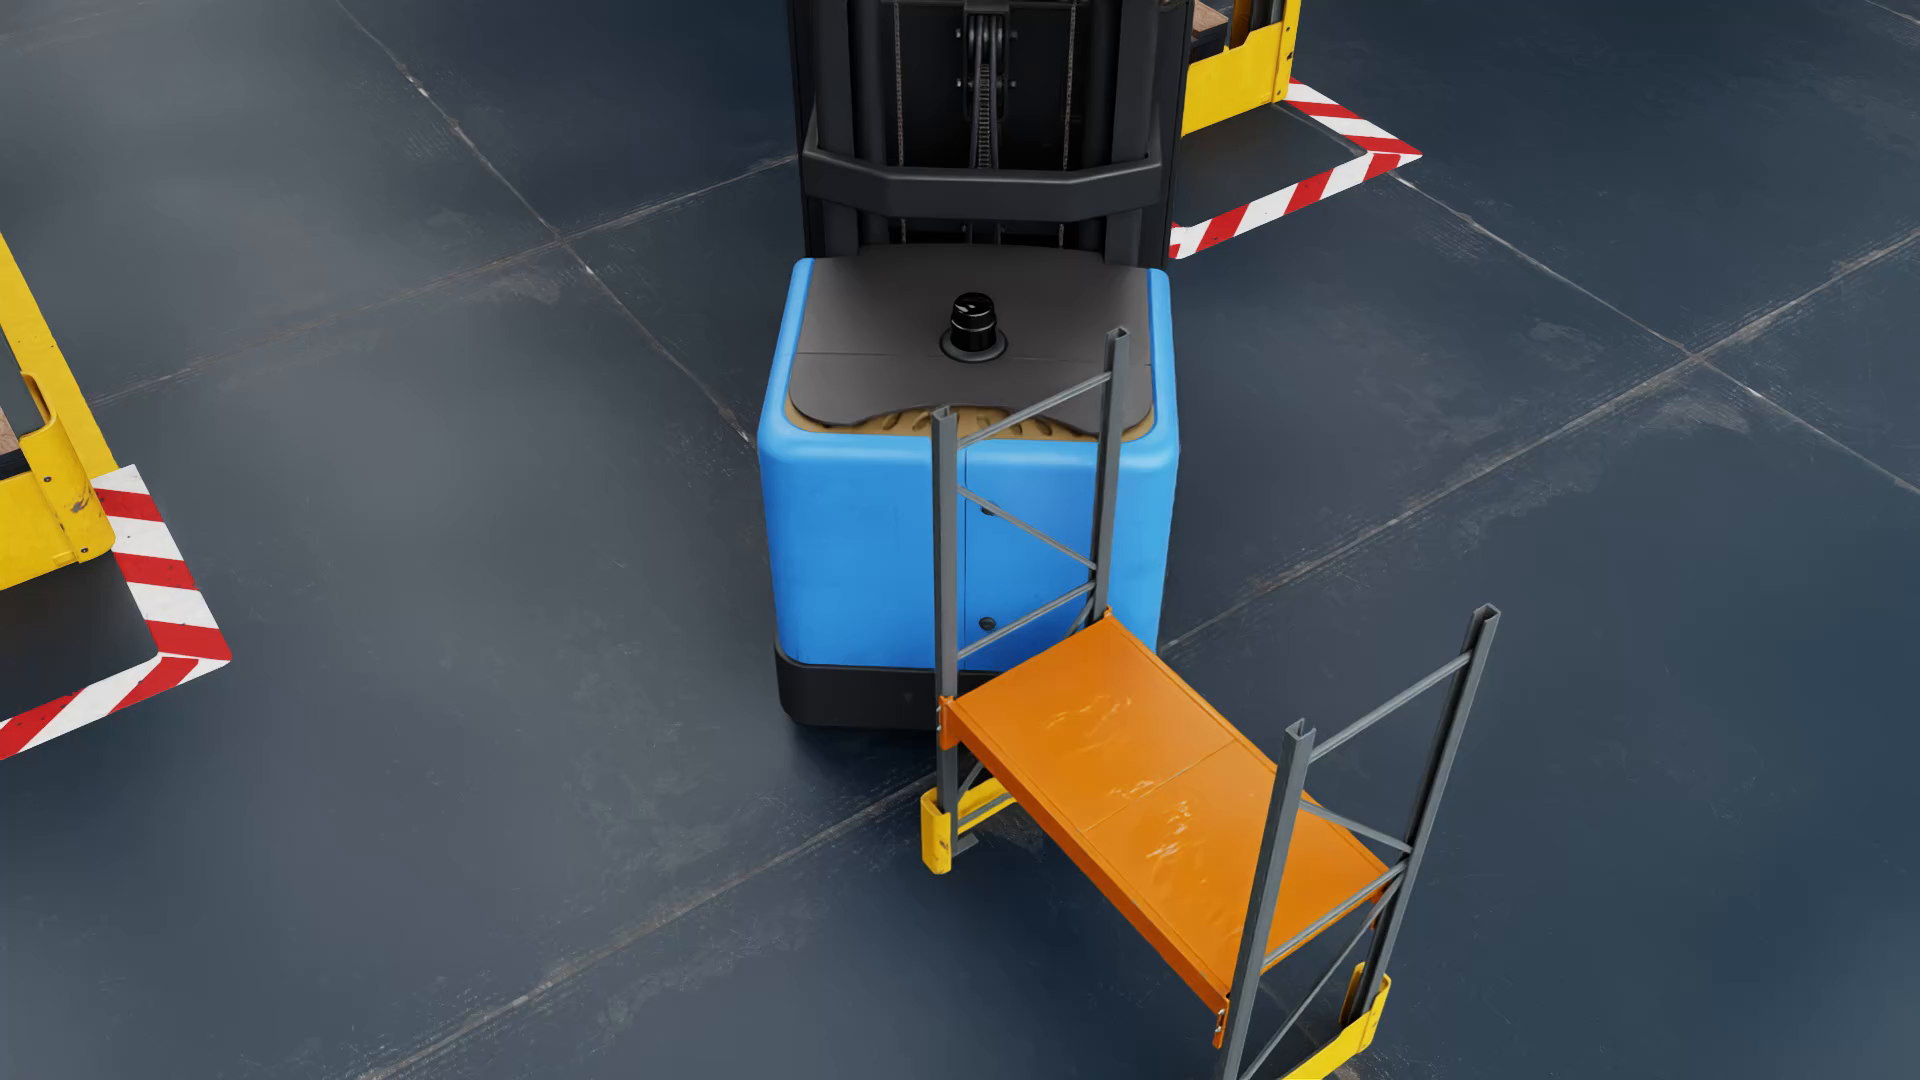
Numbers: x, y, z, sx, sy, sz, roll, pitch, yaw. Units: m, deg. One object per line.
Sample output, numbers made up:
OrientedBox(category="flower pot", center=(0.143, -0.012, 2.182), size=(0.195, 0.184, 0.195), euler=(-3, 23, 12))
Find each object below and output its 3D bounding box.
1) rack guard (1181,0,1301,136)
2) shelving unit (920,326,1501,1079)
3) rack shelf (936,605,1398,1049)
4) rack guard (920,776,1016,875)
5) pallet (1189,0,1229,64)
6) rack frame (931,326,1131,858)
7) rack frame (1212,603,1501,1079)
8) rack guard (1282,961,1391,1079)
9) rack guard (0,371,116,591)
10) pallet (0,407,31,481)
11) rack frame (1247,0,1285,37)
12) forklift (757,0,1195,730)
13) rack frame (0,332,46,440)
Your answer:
OrientedBox(category="rack guard", center=(0.885, -1.999, 6.982), size=(1.175, 0.500, 0.348), euler=(-26, 49, -24))
OrientedBox(category="shelving unit", center=(0.445, 0.473, 3.668), size=(0.587, 1.500, 1.083), euler=(-27, 50, -25))
OrientedBox(category="rack shelf", center=(0.451, 0.608, 3.787), size=(0.538, 0.185, 1.000), euler=(-27, 50, -25))
OrientedBox(category="rack guard", center=(0.154, 0.646, 4.391), size=(0.587, 0.250, 0.087), euler=(-27, 50, -25))
OrientedBox(category="pallet", center=(0.450, -2.369, 7.579), size=(1.003, 0.211, 1.213), euler=(-26, 49, -24))
OrientedBox(category="rack frame", center=(0.153, 0.194, 3.960), size=(0.500, 1.500, 0.032), euler=(-27, 50, -25))
OrientedBox(category="rack frame", center=(0.748, 0.763, 3.364), size=(0.500, 1.500, 0.032), euler=(-27, 50, -25))
OrientedBox(category="rack guard", center=(0.737, 1.204, 3.807), size=(0.587, 0.250, 0.087), euler=(-27, 50, -25))
OrientedBox(category="rack guard", center=(-3.216, -0.024, 4.913), size=(1.175, 0.500, 0.348), euler=(-26, 49, -24))
OrientedBox(category="pallet", center=(-3.676, -0.382, 5.497), size=(1.003, 0.211, 1.213), euler=(-26, 49, -24))
OrientedBox(category="rack frame", center=(0.929, -2.860, 6.074), size=(1.000, 3.000, 0.127), euler=(-26, 49, -24))
OrientedBox(category="forklift", center=(0.094, -1.523, 4.723), size=(1.130, 2.935, 3.031), euler=(2, 44, 2))
OrientedBox(category="rack frame", center=(-3.134, -0.904, 4.024), size=(1.000, 3.000, 0.127), euler=(-26, 49, -24))
